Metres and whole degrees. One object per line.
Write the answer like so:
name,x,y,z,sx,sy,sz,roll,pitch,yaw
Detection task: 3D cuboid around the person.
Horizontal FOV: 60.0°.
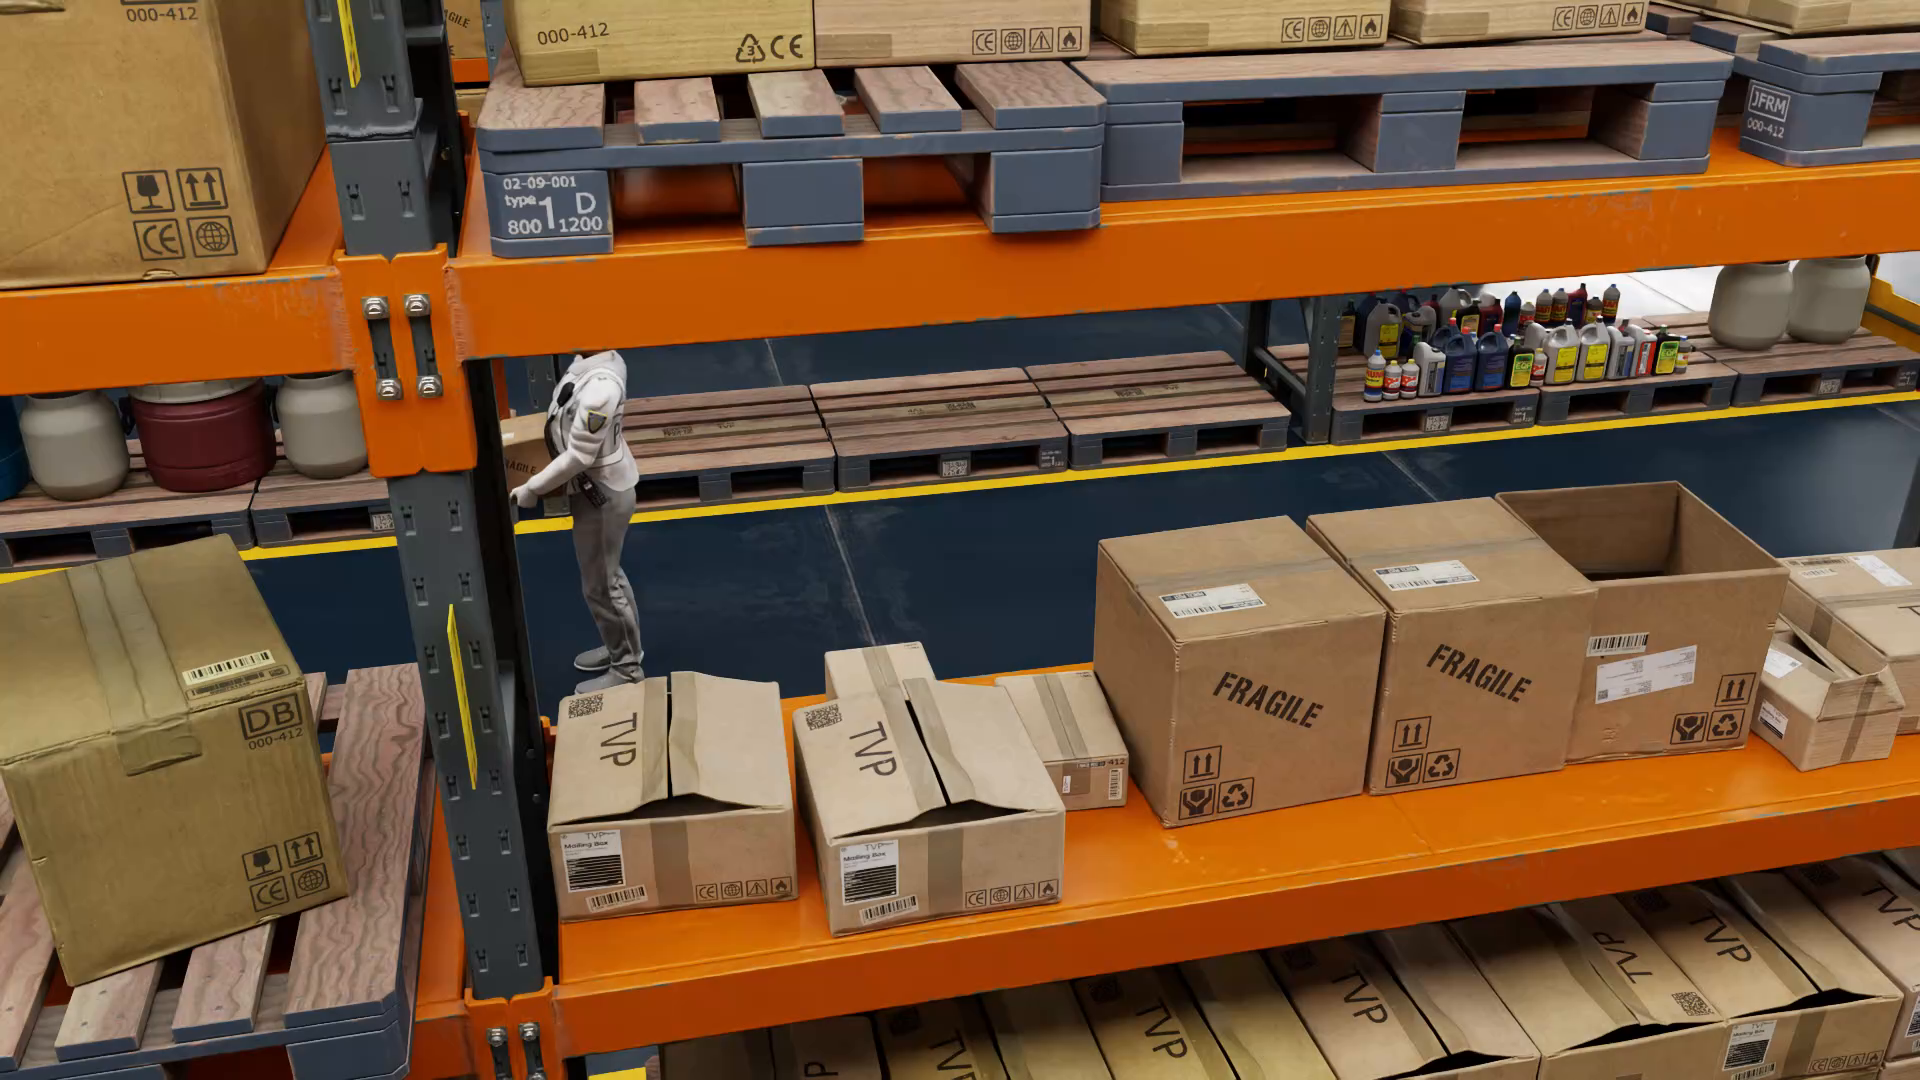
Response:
person,-1.476,-0.180,6.447,0.543,1.688,0.459,-5,27,-11
